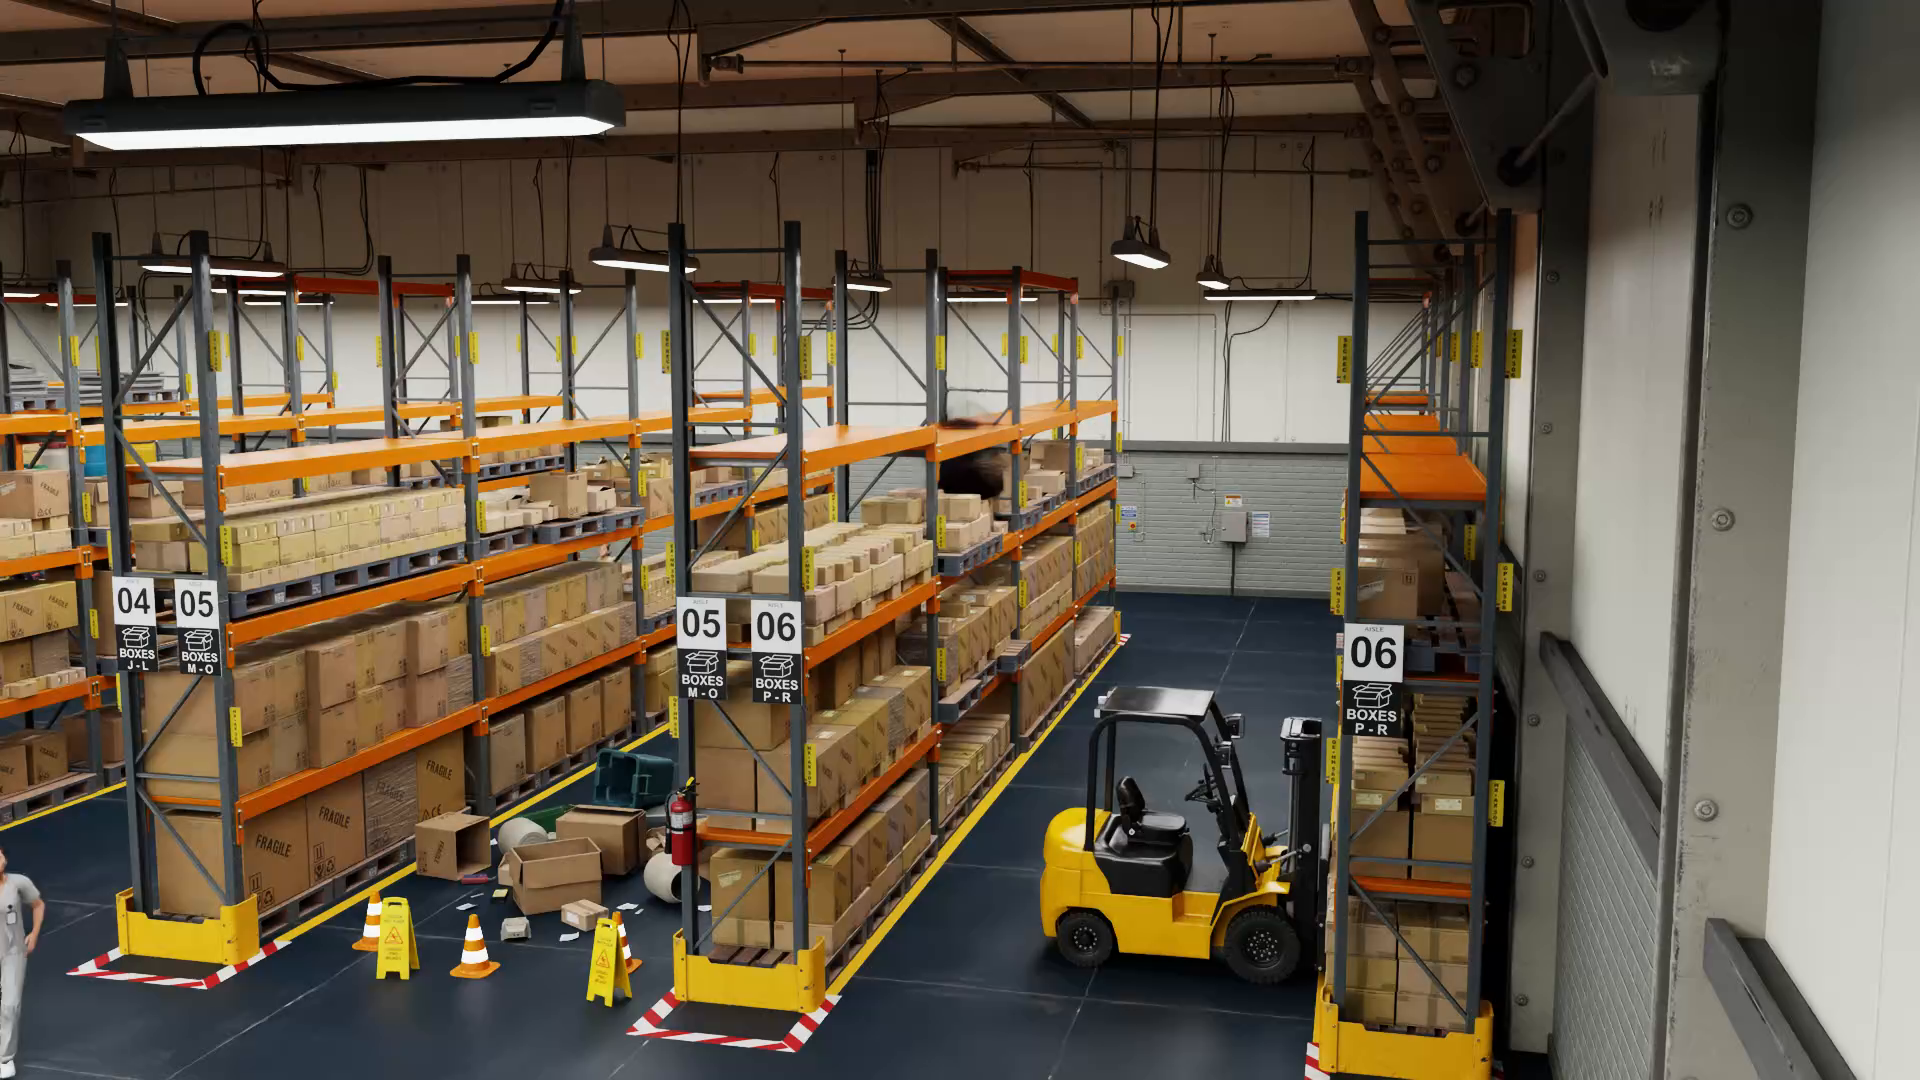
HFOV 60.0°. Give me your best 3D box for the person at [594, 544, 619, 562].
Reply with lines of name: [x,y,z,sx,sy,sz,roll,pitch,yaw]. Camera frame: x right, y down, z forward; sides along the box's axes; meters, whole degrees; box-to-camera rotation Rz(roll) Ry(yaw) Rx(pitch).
person: [-6.111,0.853,28.842,0.599,1.639,0.688,1,7,9]

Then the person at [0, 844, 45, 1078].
person: [-6.815,2.929,11.817,0.586,1.649,0.615,-5,8,-33]
